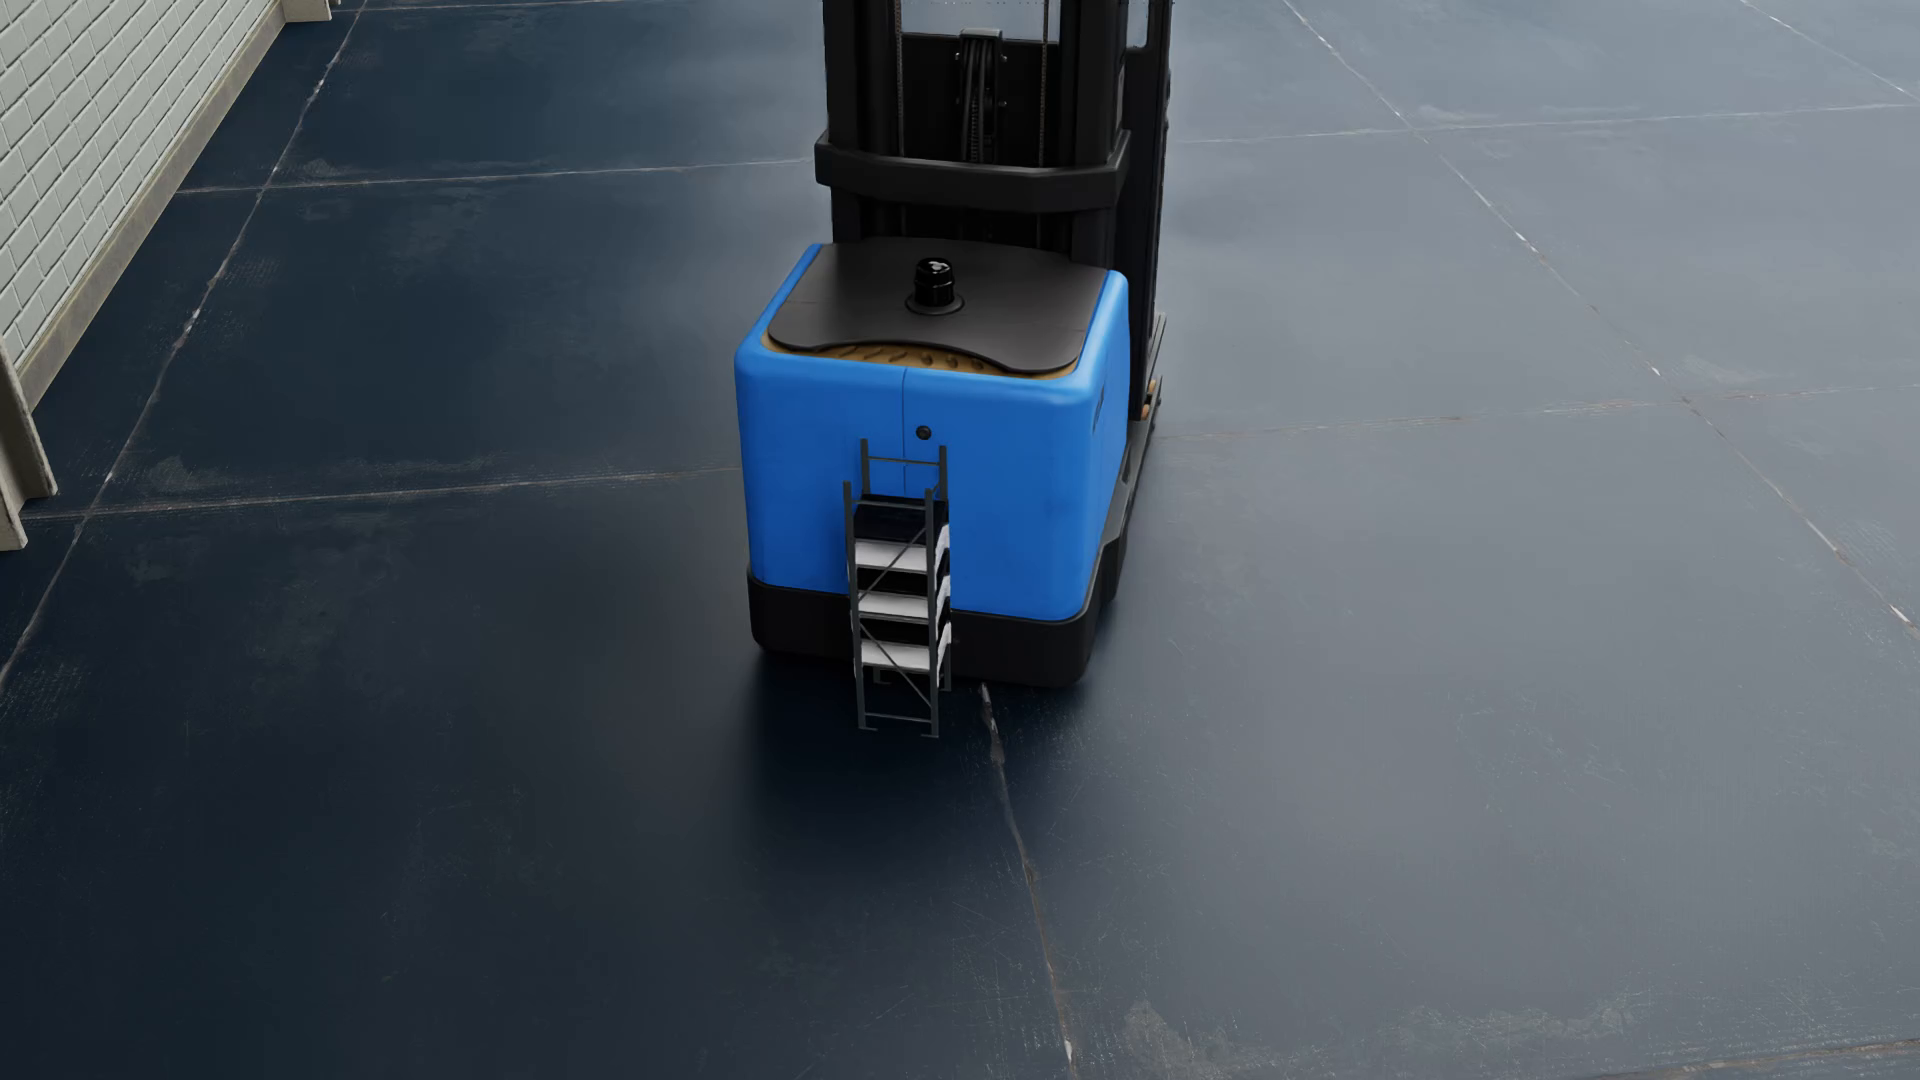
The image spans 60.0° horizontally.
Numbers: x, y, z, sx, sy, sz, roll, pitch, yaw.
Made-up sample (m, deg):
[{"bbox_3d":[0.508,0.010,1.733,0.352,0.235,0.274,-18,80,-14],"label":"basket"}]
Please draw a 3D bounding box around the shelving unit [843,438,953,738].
[{"bbox_3d":[-0.168,0.152,4.718,0.258,0.900,0.210,6,38,8],"label":"shelving unit"}]

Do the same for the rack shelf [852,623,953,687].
[{"bbox_3d":[-0.166,0.321,4.848,0.258,0.077,0.200,6,38,8],"label":"rack shelf"}]

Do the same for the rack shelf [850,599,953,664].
[{"bbox_3d":[-0.166,0.250,4.793,0.258,0.077,0.200,6,38,8],"label":"rack shelf"}]

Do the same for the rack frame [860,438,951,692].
[{"bbox_3d":[-0.150,0.091,4.797,0.240,0.900,0.006,6,38,8],"label":"rack frame"}]

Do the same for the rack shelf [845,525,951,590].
[{"bbox_3d":[-0.169,0.036,4.628,0.258,0.077,0.200,6,38,8],"label":"rack shelf"}]

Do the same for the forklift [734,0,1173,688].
[{"bbox_3d":[0.164,-1.594,5.486,1.130,2.935,3.031,7,35,10],"label":"forklift"}]

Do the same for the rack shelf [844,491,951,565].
[{"bbox_3d":[-0.170,-0.035,4.573,0.258,0.077,0.200,6,38,8],"label":"rack shelf"}]

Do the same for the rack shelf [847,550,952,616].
[{"bbox_3d":[-0.168,0.107,4.683,0.258,0.077,0.200,6,38,8],"label":"rack shelf"}]

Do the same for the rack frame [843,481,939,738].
[{"bbox_3d":[-0.186,0.213,4.638,0.240,0.900,0.006,6,38,8],"label":"rack frame"}]

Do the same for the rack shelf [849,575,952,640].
[{"bbox_3d":[-0.167,0.178,4.738,0.258,0.077,0.200,6,38,8],"label":"rack shelf"}]

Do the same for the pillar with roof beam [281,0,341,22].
[{"bbox_3d":[0.065,-7.461,8.707,9.100,9.000,0.400,-4,35,-6],"label":"pillar with roof beam"}]
